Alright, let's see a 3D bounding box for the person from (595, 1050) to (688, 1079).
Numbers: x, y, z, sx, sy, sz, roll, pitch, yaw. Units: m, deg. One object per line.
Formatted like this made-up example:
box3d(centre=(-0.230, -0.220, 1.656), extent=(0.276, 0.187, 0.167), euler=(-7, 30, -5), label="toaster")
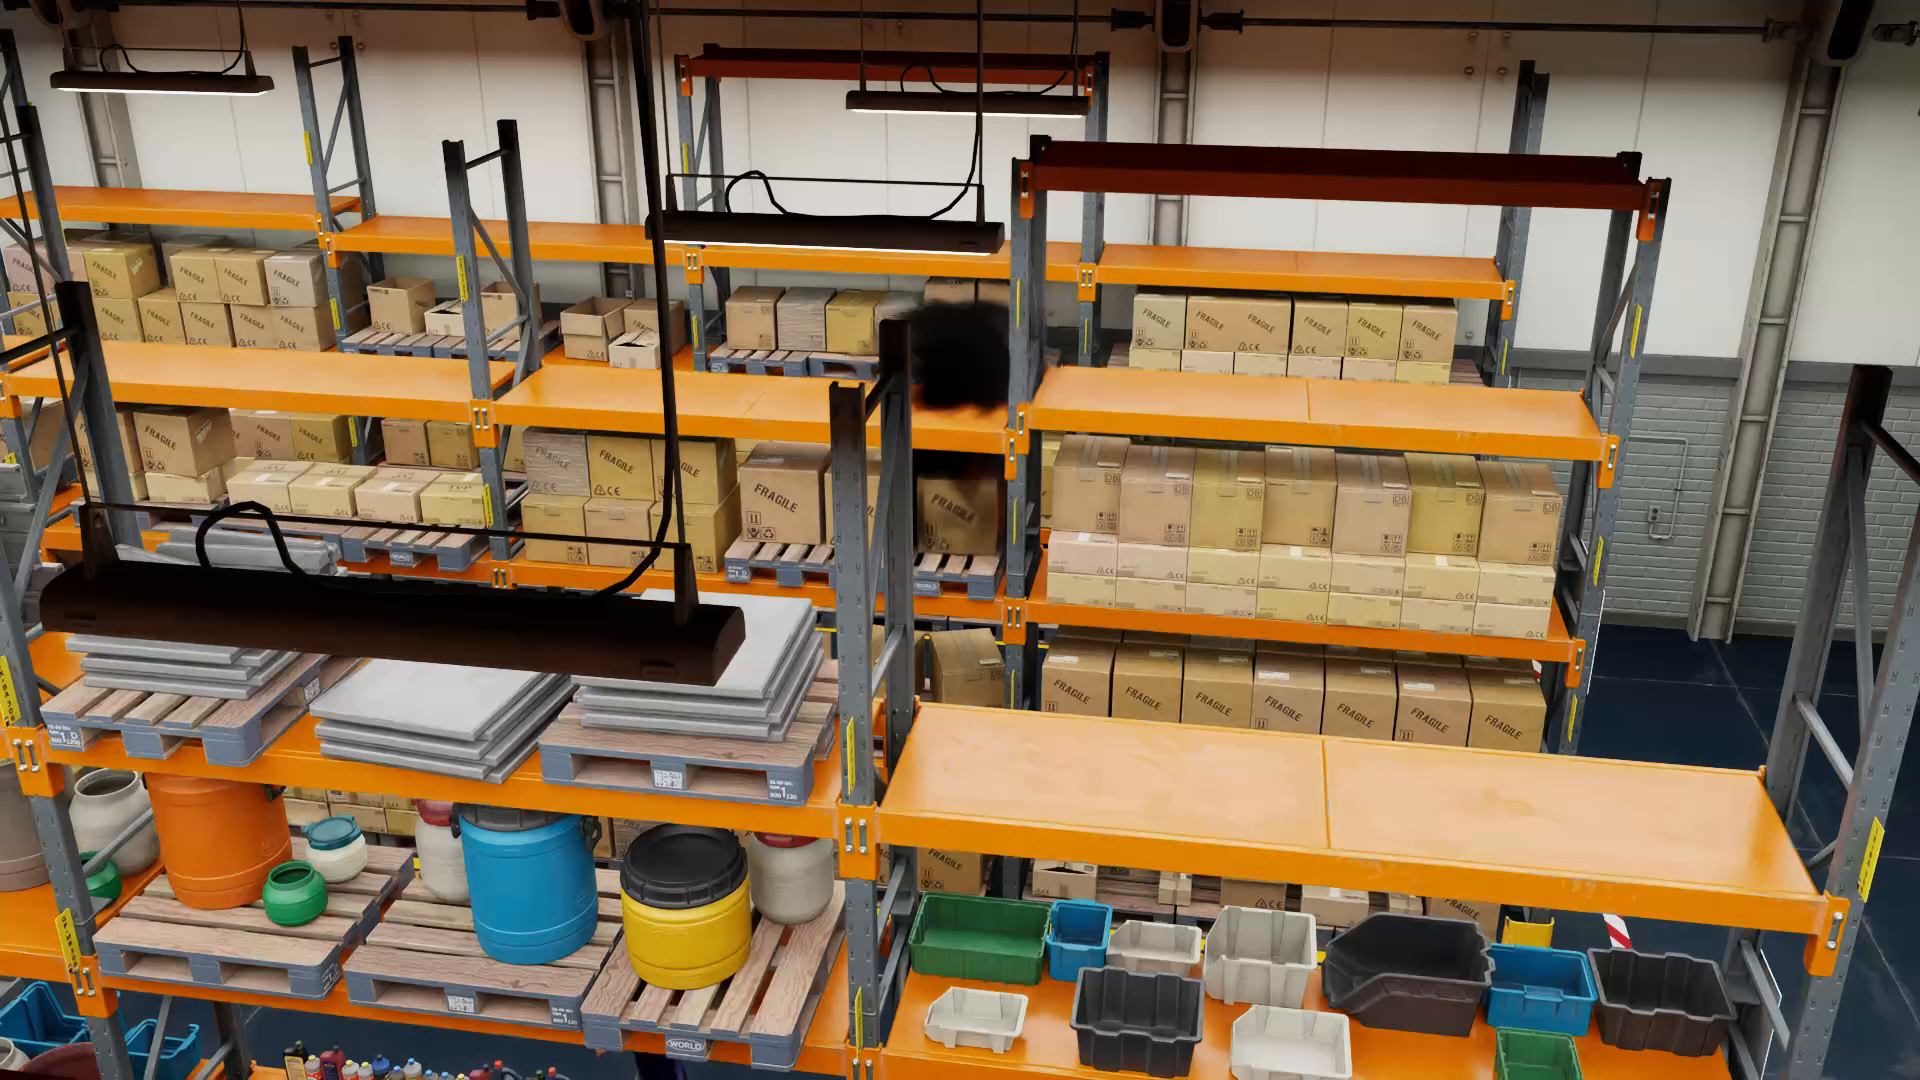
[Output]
box3d(centre=(-1.969, 3.227, 10.726), extent=(0.588, 1.605, 0.623), euler=(14, 27, 29), label="person")
